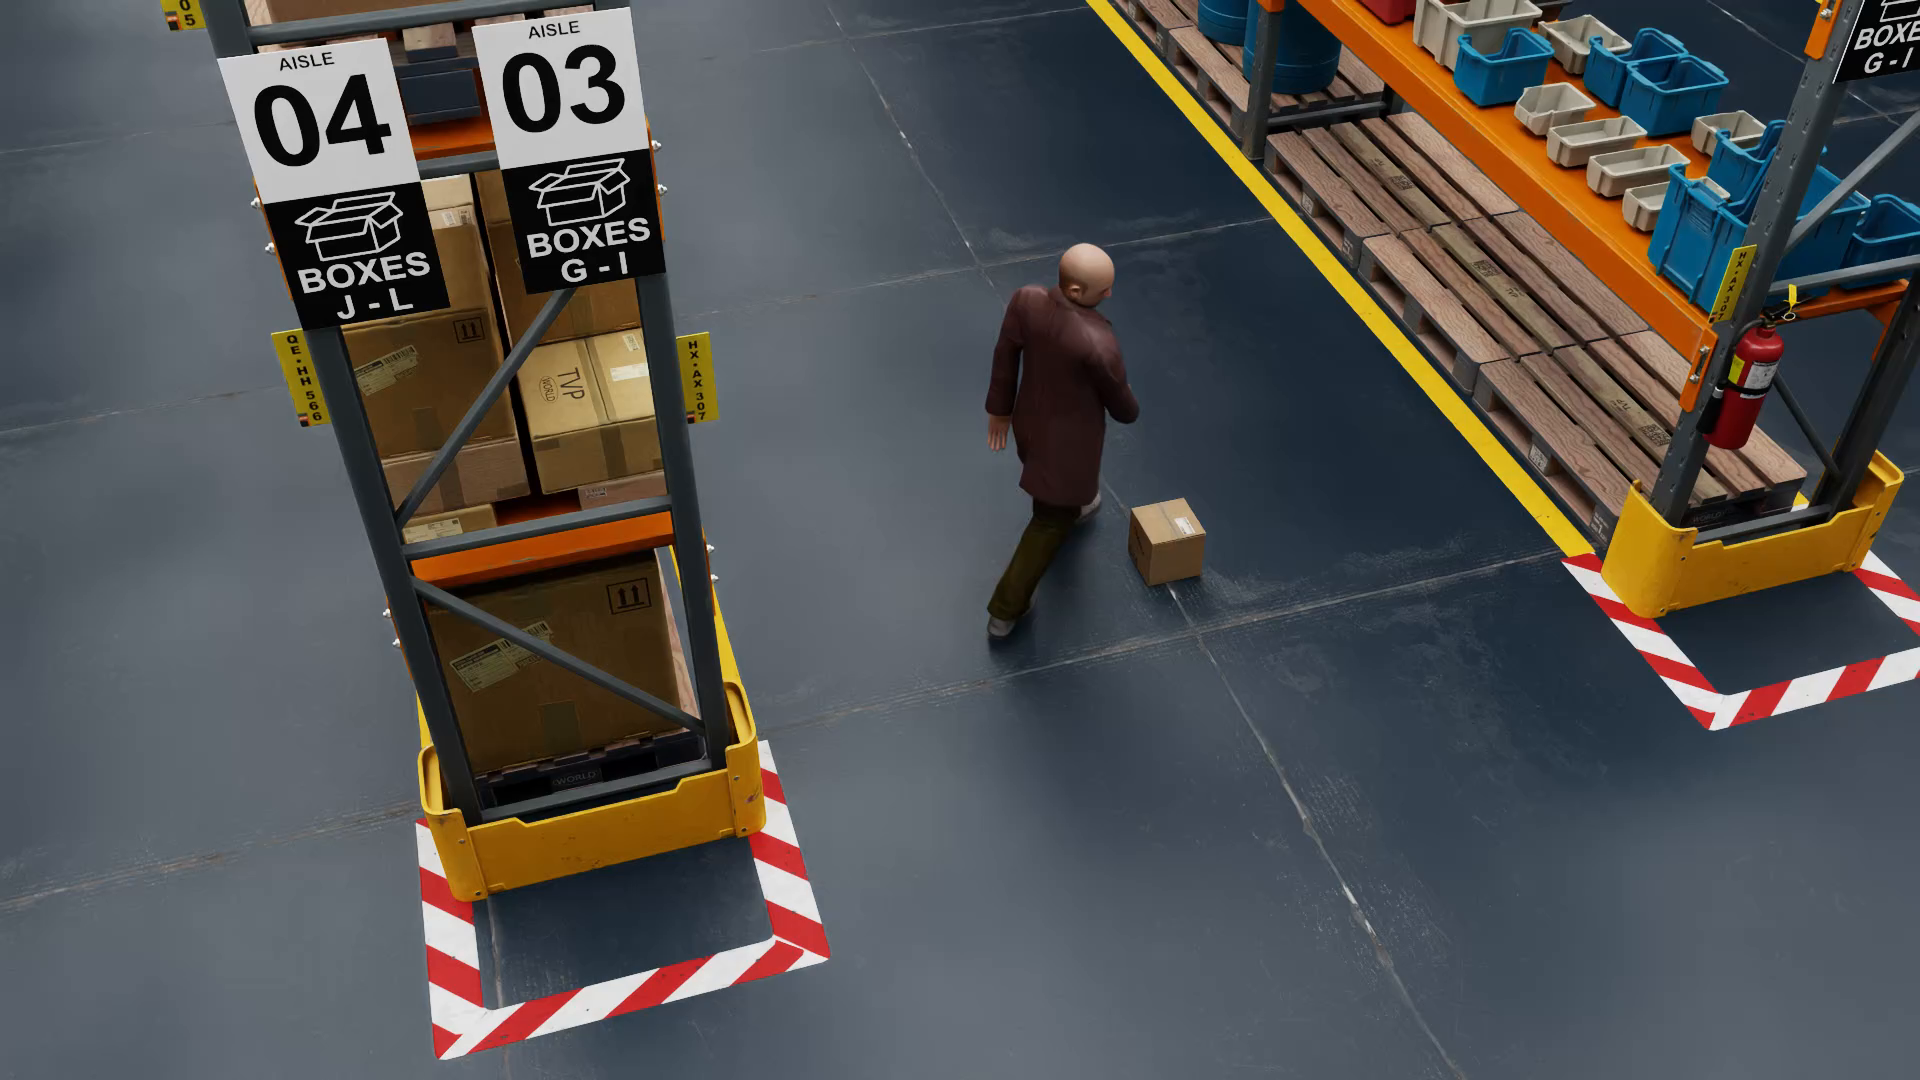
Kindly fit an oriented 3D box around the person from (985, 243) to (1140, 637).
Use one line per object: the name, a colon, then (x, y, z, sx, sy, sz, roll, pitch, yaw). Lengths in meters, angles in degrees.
person: (0.413, -0.399, 6.764, 0.942, 1.549, 0.601, -27, 48, -27)
